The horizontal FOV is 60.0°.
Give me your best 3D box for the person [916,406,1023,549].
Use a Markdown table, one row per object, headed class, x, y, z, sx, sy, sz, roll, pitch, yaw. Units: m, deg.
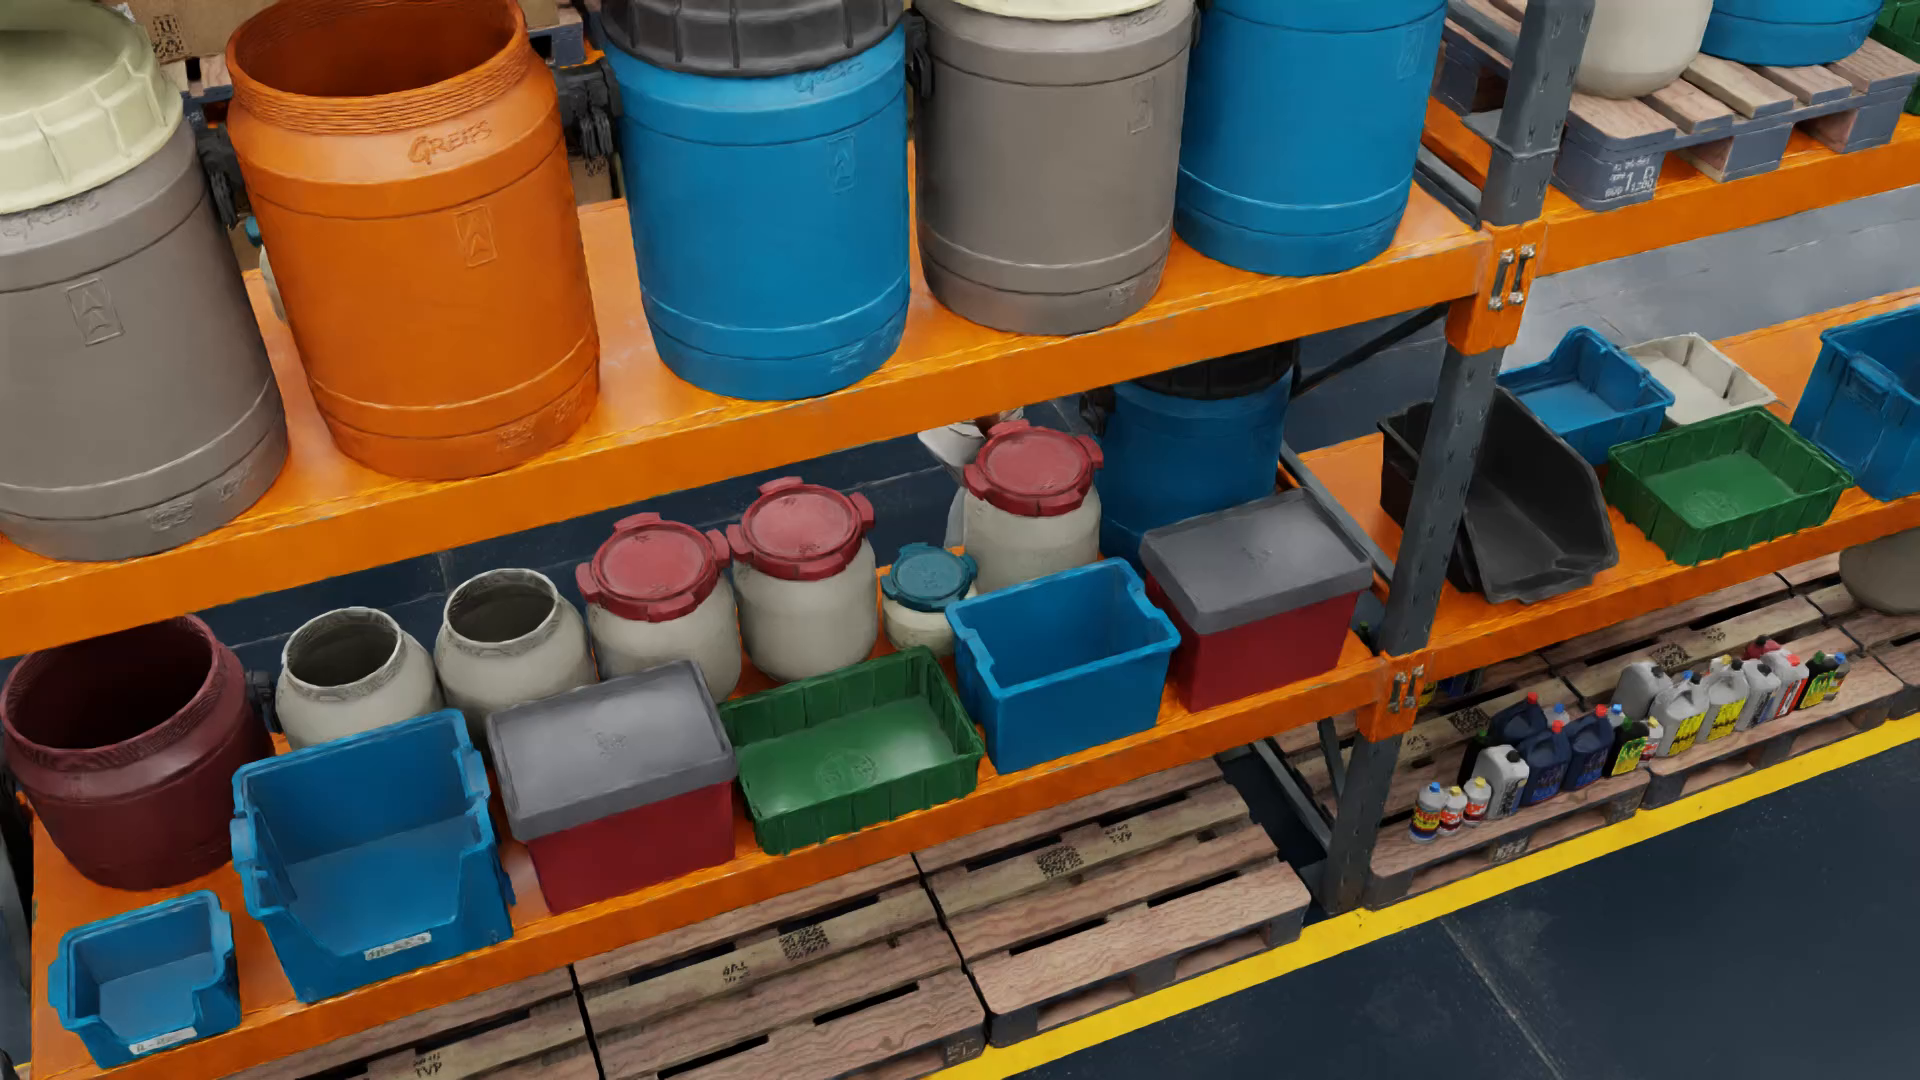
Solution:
| class | x | y | z | sx | sy | sz | roll | pitch | yaw |
| --- | --- | --- | --- | --- | --- | --- | --- | --- | --- |
| person | 0.080 | -0.468 | 6.693 | 0.517 | 1.753 | 0.706 | -28 | 49 | -28 |
